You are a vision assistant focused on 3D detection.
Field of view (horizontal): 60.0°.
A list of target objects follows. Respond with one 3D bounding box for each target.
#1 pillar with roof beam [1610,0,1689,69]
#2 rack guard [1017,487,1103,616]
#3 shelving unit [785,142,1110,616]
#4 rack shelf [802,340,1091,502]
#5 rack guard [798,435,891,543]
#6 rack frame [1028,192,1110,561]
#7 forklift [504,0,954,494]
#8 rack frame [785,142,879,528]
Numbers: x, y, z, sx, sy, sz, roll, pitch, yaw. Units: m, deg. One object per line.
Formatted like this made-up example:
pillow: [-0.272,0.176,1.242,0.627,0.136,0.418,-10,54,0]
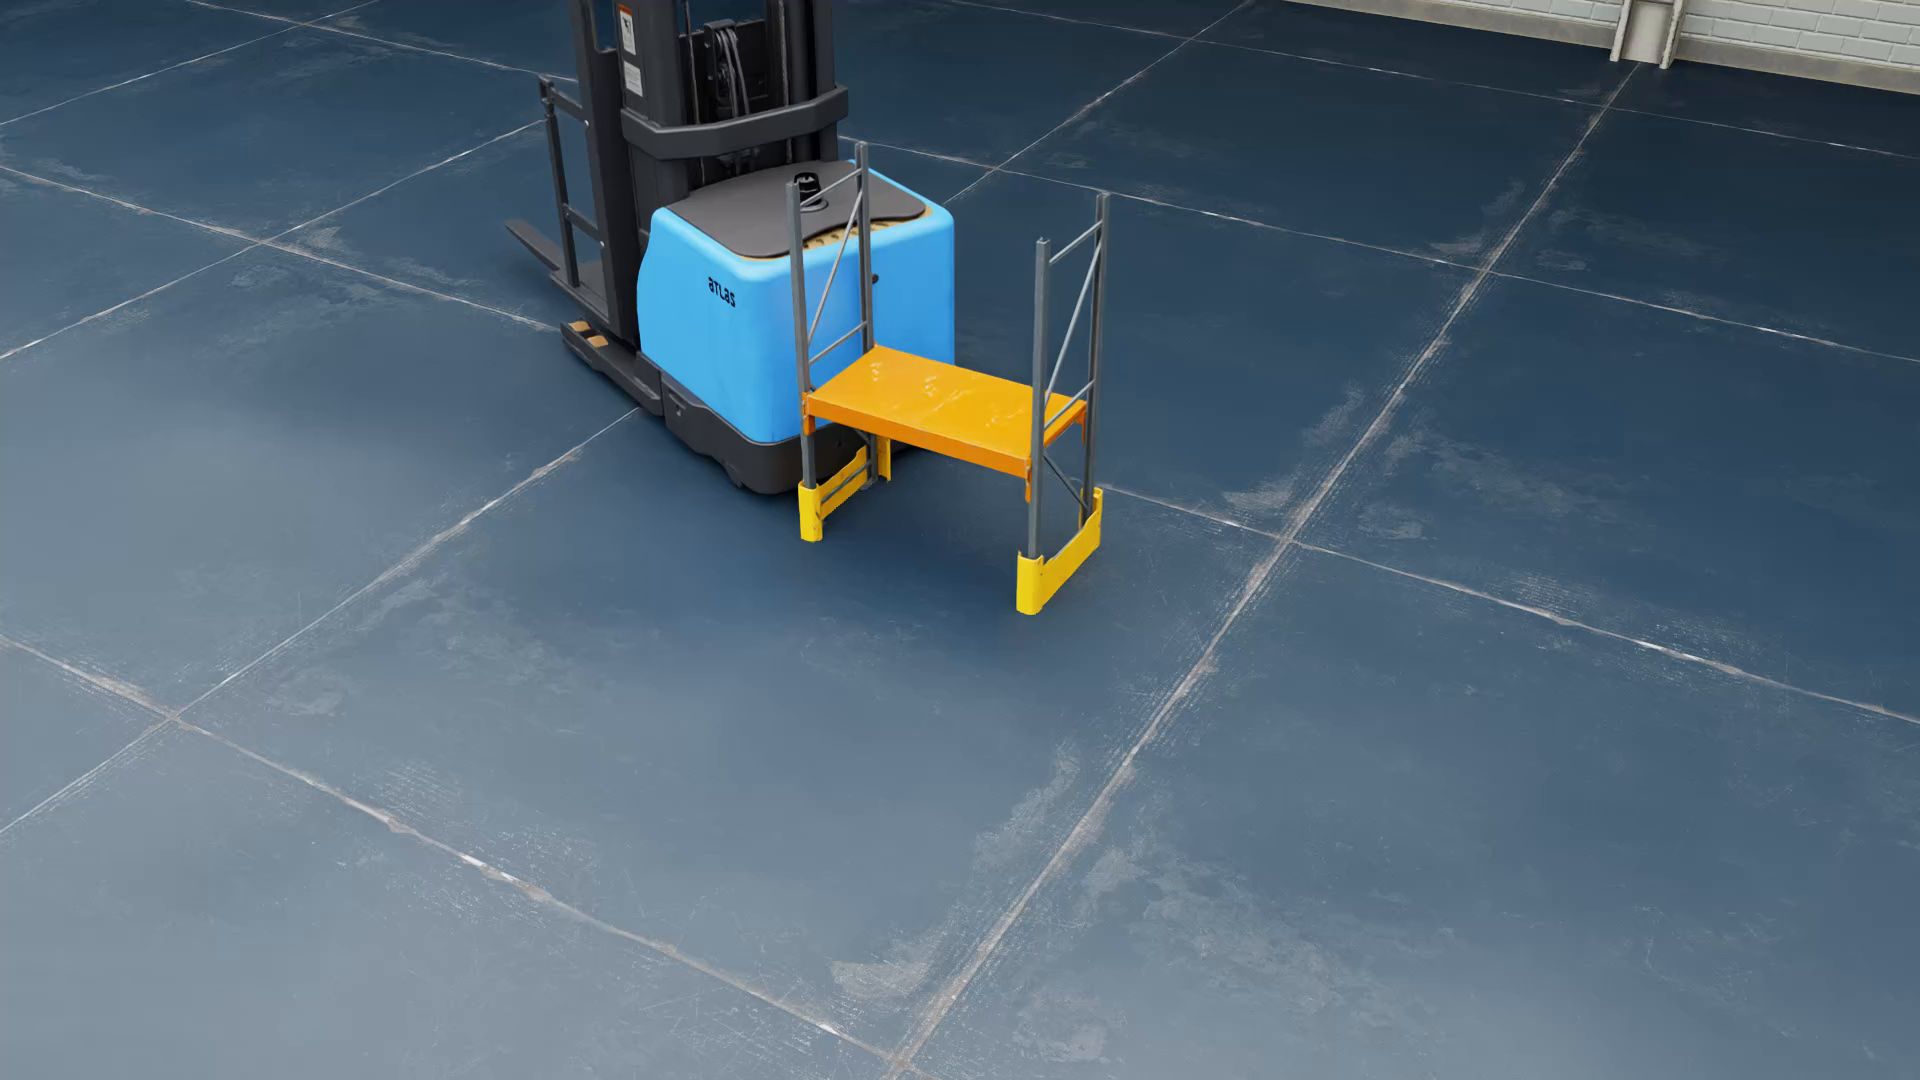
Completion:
pillar with roof beam: [2.765,-5.130,6.335,0.400,9.000,9.100,18,37,24]
rack guard: [0.391,0.036,6.471,0.087,0.250,0.587,18,38,25]
shelving unit: [-0.040,-0.623,6.332,1.083,1.500,0.587,18,38,25]
rack shelf: [-0.048,-0.475,6.435,1.000,0.185,0.538,18,38,25]
rack guard: [-0.471,-0.241,6.886,0.087,0.250,0.587,18,38,25]
rack frame: [0.392,-0.484,6.124,0.032,1.500,0.500,18,38,25]
forklift: [-1.281,-2.175,7.372,1.130,2.935,3.031,-22,39,-29]
rack frame: [-0.488,-0.766,6.547,0.032,1.500,0.500,18,38,25]
